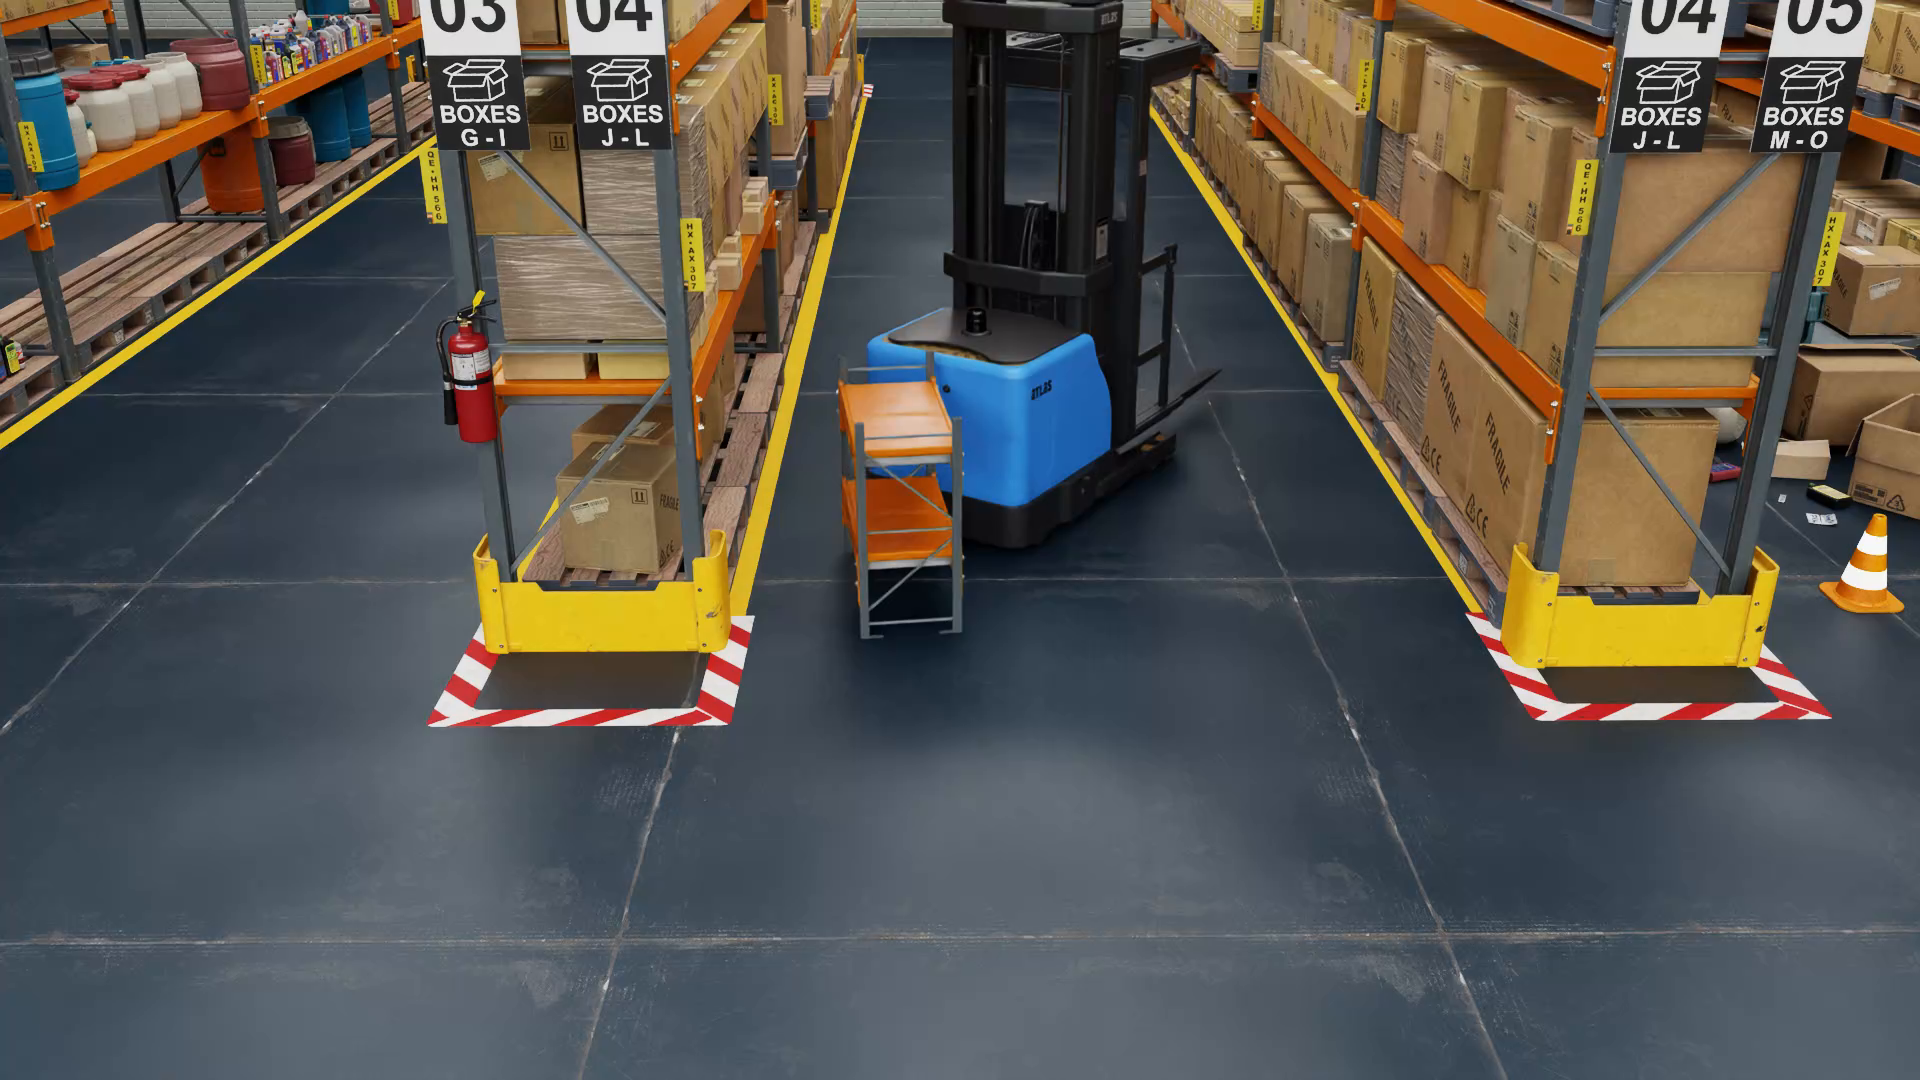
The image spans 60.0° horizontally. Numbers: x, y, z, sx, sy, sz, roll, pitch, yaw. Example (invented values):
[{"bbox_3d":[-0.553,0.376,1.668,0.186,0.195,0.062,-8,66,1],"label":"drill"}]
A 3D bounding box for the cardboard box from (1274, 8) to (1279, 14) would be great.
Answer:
[{"bbox_3d":[3.322,-5.192,16.523,0.380,0.149,0.250,1,24,1],"label":"cardboard box"}]

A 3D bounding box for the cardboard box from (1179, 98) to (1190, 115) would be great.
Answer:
[{"bbox_3d":[2.769,-5.053,19.372,0.380,0.149,0.250,-1,24,-3],"label":"cardboard box"}]

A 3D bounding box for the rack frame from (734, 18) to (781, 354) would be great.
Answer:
[{"bbox_3d":[-1.768,-2.508,11.156,1.000,3.000,0.127,0,24,-1],"label":"rack frame"}]

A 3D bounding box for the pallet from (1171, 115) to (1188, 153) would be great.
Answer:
[{"bbox_3d":[3.063,-4.792,19.588,1.003,0.211,1.213,0,24,-1],"label":"pallet"}]

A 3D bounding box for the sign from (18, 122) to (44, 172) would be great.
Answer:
[{"bbox_3d":[-6.170,-2.610,11.045,0.100,0.325,0.005,0,24,-1],"label":"sign"}]

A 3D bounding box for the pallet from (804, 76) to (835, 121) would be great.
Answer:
[{"bbox_3d":[-1.697,-3.776,14.192,1.213,0.211,1.003,0,24,-1],"label":"pallet"}]

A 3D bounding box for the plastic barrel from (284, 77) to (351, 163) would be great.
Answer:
[{"bbox_3d":[-6.811,-4.502,17.601,0.600,0.901,0.708,0,24,-1],"label":"plastic barrel"}]

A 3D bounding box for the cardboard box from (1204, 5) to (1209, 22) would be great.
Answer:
[{"bbox_3d":[2.669,-5.293,16.747,0.380,0.149,0.250,-1,24,-1],"label":"cardboard box"}]

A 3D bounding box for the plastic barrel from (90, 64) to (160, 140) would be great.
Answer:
[{"bbox_3d":[-6.524,-3.424,13.016,0.433,0.535,0.433,0,24,0],"label":"plastic barrel"}]

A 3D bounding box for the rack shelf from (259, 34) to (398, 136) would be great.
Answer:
[{"bbox_3d":[-6.786,-4.631,16.722,1.077,0.370,4.000,0,24,-1],"label":"rack shelf"}]

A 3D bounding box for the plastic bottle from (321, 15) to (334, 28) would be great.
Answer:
[{"bbox_3d":[-6.613,-5.306,17.402,0.144,0.351,0.185,0,24,-1],"label":"plastic bottle"}]

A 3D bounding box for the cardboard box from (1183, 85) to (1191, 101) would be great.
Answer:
[{"bbox_3d":[2.799,-5.200,19.335,0.380,0.149,0.250,0,24,0],"label":"cardboard box"}]

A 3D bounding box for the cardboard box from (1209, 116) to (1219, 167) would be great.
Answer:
[{"bbox_3d":[2.875,-4.099,17.196,0.500,0.500,0.500,0,24,0],"label":"cardboard box"}]

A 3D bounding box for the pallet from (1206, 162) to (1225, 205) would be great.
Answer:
[{"bbox_3d":[3.132,-3.690,17.153,1.003,0.211,1.213,0,24,-1],"label":"pallet"}]

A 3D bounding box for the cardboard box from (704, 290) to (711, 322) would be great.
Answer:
[{"bbox_3d":[-1.484,-1.173,8.509,0.380,0.149,0.250,0,24,-1],"label":"cardboard box"}]

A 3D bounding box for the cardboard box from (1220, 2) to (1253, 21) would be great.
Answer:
[{"bbox_3d":[2.675,-5.007,15.753,0.380,0.149,0.250,0,24,1],"label":"cardboard box"}]

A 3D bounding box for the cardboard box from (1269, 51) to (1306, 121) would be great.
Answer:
[{"bbox_3d":[2.892,-3.787,13.862,0.500,0.500,0.500,0,24,-1],"label":"cardboard box"}]

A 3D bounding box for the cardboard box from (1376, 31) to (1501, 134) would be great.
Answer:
[{"bbox_3d":[3.162,-2.897,10.524,0.875,0.550,0.550,0,24,-1],"label":"cardboard box"}]

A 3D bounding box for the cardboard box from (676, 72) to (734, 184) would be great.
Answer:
[{"bbox_3d":[-1.463,-2.137,8.639,0.500,0.500,0.500,0,24,-1],"label":"cardboard box"}]

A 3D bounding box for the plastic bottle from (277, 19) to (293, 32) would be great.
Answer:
[{"bbox_3d":[-7.180,-5.383,17.663,0.152,0.276,0.135,0,24,-1],"label":"plastic bottle"}]

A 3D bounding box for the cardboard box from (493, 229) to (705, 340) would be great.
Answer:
[{"bbox_3d":[-1.703,-1.268,7.931,0.875,0.500,0.500,0,24,-1],"label":"cardboard box"}]

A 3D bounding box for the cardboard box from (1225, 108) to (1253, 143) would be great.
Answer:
[{"bbox_3d":[2.863,-4.020,16.112,0.500,0.250,0.500,0,24,0],"label":"cardboard box"}]

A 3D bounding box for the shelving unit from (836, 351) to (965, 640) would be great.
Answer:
[{"bbox_3d":[-0.312,-0.251,8.440,0.538,1.125,1.048,-3,25,-7],"label":"shelving unit"}]

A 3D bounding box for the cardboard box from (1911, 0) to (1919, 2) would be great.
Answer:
[{"bbox_3d":[8.381,-4.388,14.319,0.500,0.500,0.500,-1,24,-2],"label":"cardboard box"}]

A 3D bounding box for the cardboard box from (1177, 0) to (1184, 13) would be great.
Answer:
[{"bbox_3d":[2.813,-6.379,19.231,0.500,0.500,0.500,-1,24,-2],"label":"cardboard box"}]

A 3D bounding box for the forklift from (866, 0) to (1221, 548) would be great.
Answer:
[{"bbox_3d":[0.685,-1.850,9.783,1.130,2.935,3.031,15,28,29],"label":"forklift"}]

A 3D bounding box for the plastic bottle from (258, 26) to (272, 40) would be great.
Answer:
[{"bbox_3d":[-7.174,-5.152,17.152,0.152,0.276,0.135,0,24,-1],"label":"plastic bottle"}]

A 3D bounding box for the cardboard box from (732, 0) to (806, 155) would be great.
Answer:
[{"bbox_3d":[-1.637,-3.301,11.671,1.000,1.000,1.000,0,24,0],"label":"cardboard box"}]

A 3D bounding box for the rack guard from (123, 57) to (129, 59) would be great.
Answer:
[{"bbox_3d":[-11.804,-6.240,22.440,1.175,0.500,0.348,0,24,-1],"label":"rack guard"}]

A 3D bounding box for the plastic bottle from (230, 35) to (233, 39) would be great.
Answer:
[{"bbox_3d":[-7.211,-4.848,16.471,0.061,0.283,0.133,0,24,-1],"label":"plastic bottle"}]

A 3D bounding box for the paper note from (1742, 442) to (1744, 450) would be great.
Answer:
[{"bbox_3d":[5.037,-0.581,10.508,0.172,0.023,0.155,8,26,18],"label":"paper note"}]

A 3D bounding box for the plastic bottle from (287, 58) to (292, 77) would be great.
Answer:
[{"bbox_3d":[-6.426,-4.517,15.839,0.097,0.201,0.097,0,24,0],"label":"plastic bottle"}]

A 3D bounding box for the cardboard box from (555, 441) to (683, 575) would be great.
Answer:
[{"bbox_3d":[-1.714,-0.170,8.510,0.500,0.500,0.500,4,25,9],"label":"cardboard box"}]

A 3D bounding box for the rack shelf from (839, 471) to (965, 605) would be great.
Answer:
[{"bbox_3d":[-0.312,-0.028,8.540,0.538,0.278,1.000,-3,25,-7],"label":"rack shelf"}]

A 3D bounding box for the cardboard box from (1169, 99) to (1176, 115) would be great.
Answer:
[{"bbox_3d":[2.749,-5.265,20.200,0.380,0.149,0.250,0,24,-1],"label":"cardboard box"}]

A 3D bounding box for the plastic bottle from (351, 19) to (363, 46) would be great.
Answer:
[{"bbox_3d":[-6.476,-5.415,17.733,0.152,0.276,0.135,0,24,-1],"label":"plastic bottle"}]

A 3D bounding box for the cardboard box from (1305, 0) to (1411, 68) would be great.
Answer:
[{"bbox_3d":[3.159,-4.034,13.194,0.700,0.500,0.500,-1,24,-1],"label":"cardboard box"}]

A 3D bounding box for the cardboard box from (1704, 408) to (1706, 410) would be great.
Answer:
[{"bbox_3d":[4.236,-0.716,10.224,0.500,0.500,0.500,4,25,9],"label":"cardboard box"}]

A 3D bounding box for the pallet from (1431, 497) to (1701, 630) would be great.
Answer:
[{"bbox_3d":[3.150,0.101,8.772,1.003,0.211,1.213,0,24,-1],"label":"pallet"}]

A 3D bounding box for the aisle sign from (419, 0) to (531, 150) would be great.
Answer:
[{"bbox_3d":[-2.024,-2.018,6.917,0.394,0.787,0.004,0,24,-1],"label":"aisle sign"}]

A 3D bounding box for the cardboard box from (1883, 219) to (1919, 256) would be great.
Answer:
[{"bbox_3d":[8.113,-2.346,13.476,0.950,0.372,0.625,1,24,1],"label":"cardboard box"}]

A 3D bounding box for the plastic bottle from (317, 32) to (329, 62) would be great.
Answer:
[{"bbox_3d":[-6.419,-4.964,16.727,0.061,0.283,0.133,0,24,-1],"label":"plastic bottle"}]

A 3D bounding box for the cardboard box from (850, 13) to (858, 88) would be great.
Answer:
[{"bbox_3d":[-1.812,-6.413,21.858,0.875,0.875,0.875,0,24,-1],"label":"cardboard box"}]

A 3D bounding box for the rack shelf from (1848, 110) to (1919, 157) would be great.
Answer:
[{"bbox_3d":[8.120,-3.049,13.225,1.077,0.370,4.000,0,24,-1],"label":"rack shelf"}]

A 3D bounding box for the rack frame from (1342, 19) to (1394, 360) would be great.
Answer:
[{"bbox_3d":[3.193,-2.489,11.114,1.000,3.000,0.127,0,24,-1],"label":"rack frame"}]

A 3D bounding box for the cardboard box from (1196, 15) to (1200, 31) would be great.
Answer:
[{"bbox_3d":[2.659,-5.377,17.295,0.380,0.149,0.250,0,24,0],"label":"cardboard box"}]

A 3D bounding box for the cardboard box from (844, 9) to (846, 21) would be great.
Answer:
[{"bbox_3d":[-1.537,-6.139,19.489,0.380,0.149,0.250,-1,24,-2],"label":"cardboard box"}]

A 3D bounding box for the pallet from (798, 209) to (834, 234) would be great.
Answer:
[{"bbox_3d":[-1.745,-3.211,16.094,1.003,0.211,1.213,0,24,-1],"label":"pallet"}]

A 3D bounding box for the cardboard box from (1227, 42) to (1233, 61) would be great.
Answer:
[{"bbox_3d":[2.683,-4.518,15.394,0.380,0.149,0.250,0,24,-1],"label":"cardboard box"}]

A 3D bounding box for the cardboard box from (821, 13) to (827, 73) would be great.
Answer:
[{"bbox_3d":[-1.562,-4.827,16.162,0.500,0.500,0.500,-1,24,-2],"label":"cardboard box"}]

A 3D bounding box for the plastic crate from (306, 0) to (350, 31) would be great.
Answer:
[{"bbox_3d":[-7.154,-5.994,18.809,0.392,0.384,0.575,0,24,-1],"label":"plastic crate"}]

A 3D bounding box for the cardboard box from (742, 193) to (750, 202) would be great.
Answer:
[{"bbox_3d":[-1.536,-2.100,10.559,0.380,0.149,0.250,0,24,-1],"label":"cardboard box"}]

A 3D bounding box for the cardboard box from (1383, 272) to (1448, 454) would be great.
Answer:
[{"bbox_3d":[3.143,-1.081,10.070,0.875,0.875,0.875,0,24,0],"label":"cardboard box"}]
